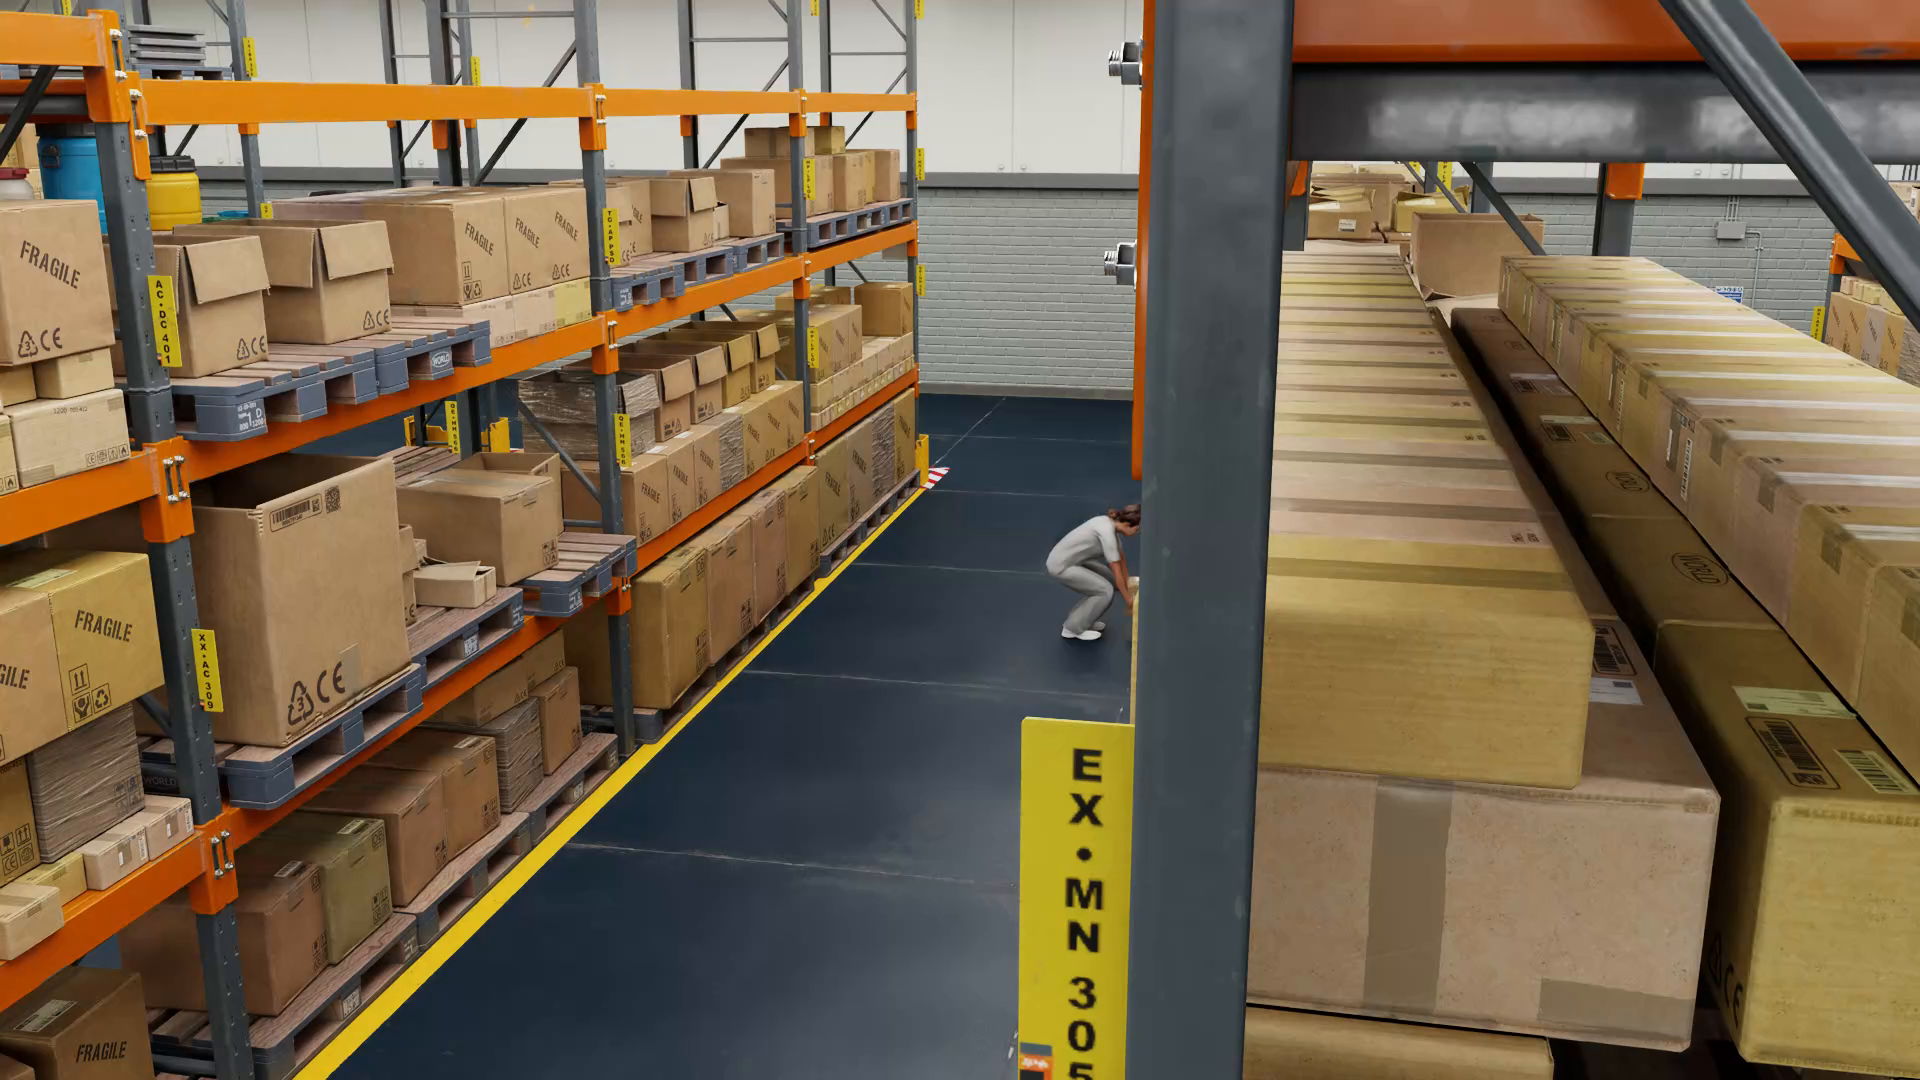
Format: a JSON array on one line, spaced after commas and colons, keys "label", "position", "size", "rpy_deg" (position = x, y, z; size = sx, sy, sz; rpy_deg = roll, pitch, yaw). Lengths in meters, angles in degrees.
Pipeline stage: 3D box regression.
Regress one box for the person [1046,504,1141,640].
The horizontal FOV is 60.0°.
[{"label": "person", "position": [1.056, 0.225, 12.902], "size": [0.761, 1.047, 0.492], "rpy_deg": [3, 15, 11]}]
